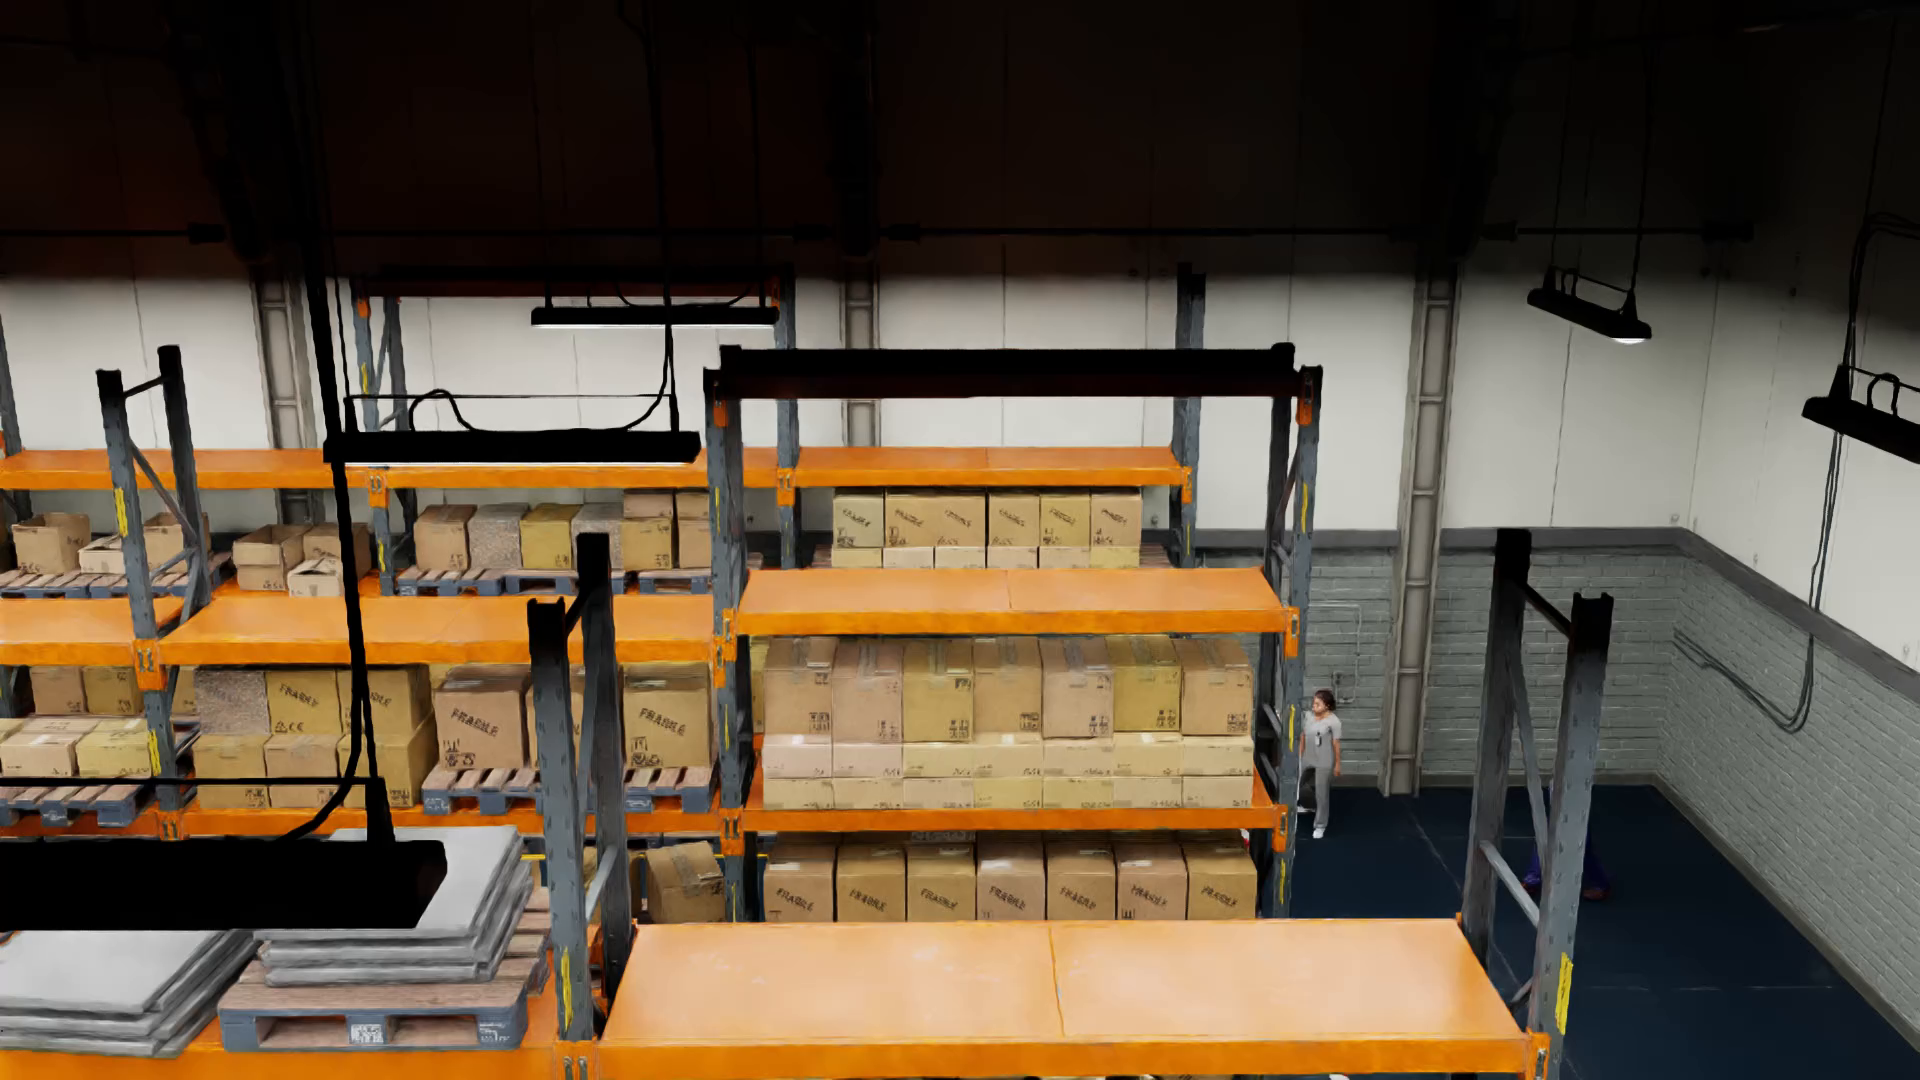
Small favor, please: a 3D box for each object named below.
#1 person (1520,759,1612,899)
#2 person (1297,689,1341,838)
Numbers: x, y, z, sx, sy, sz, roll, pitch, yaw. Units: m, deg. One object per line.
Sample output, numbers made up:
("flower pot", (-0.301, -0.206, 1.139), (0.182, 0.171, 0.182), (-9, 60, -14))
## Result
("person", (5.929, 2.761, 16.233), (1.001, 1.590, 0.491), (-1, 16, -2))
("person", (3.781, 2.306, 17.677), (0.494, 1.665, 0.638), (-13, 21, -39))
